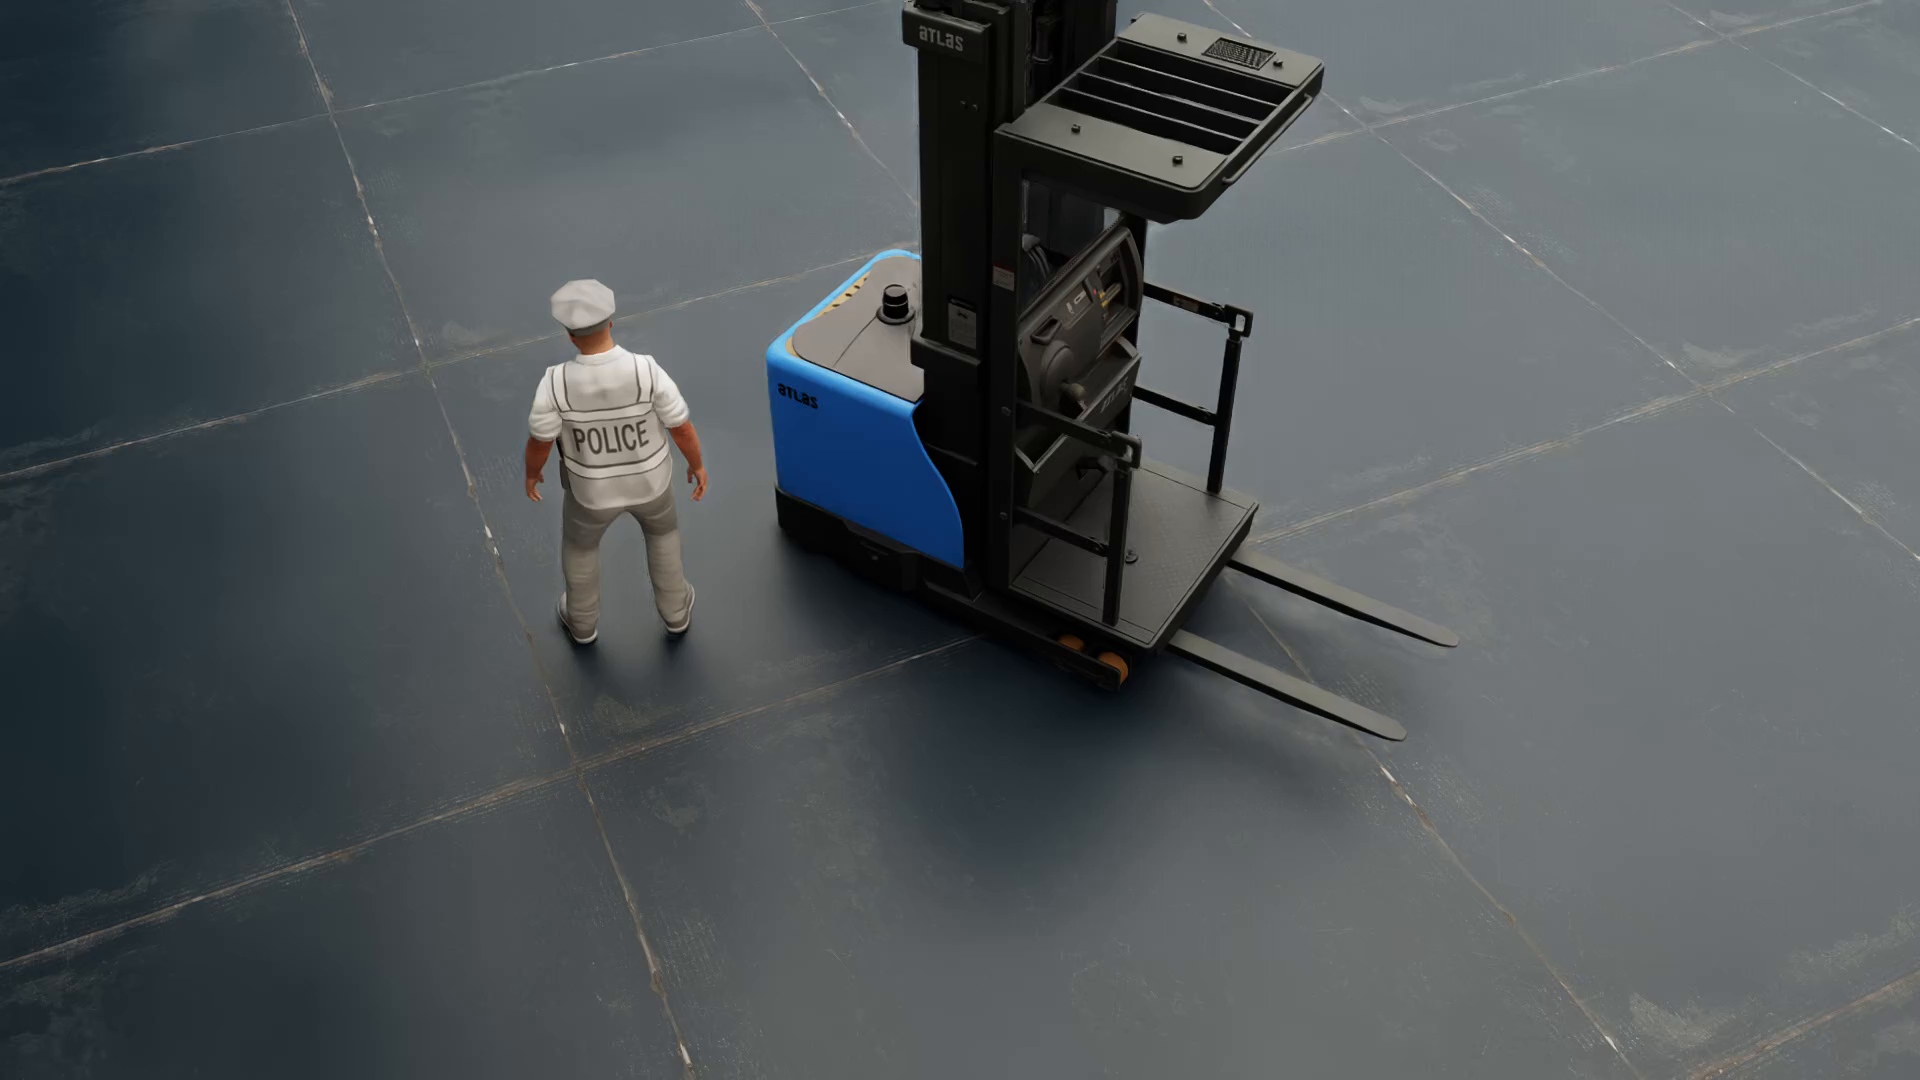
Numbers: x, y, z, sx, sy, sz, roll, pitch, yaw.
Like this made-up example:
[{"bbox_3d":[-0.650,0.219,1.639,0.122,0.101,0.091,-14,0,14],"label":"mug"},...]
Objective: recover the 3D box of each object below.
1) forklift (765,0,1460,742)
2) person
[{"bbox_3d":[0.663,-0.847,6.587,3.031,2.935,1.130,23,48,23],"label":"forklift"},{"bbox_3d":[-1.421,-0.283,6.858,0.735,1.737,0.445,-11,44,-11],"label":"person"}]
